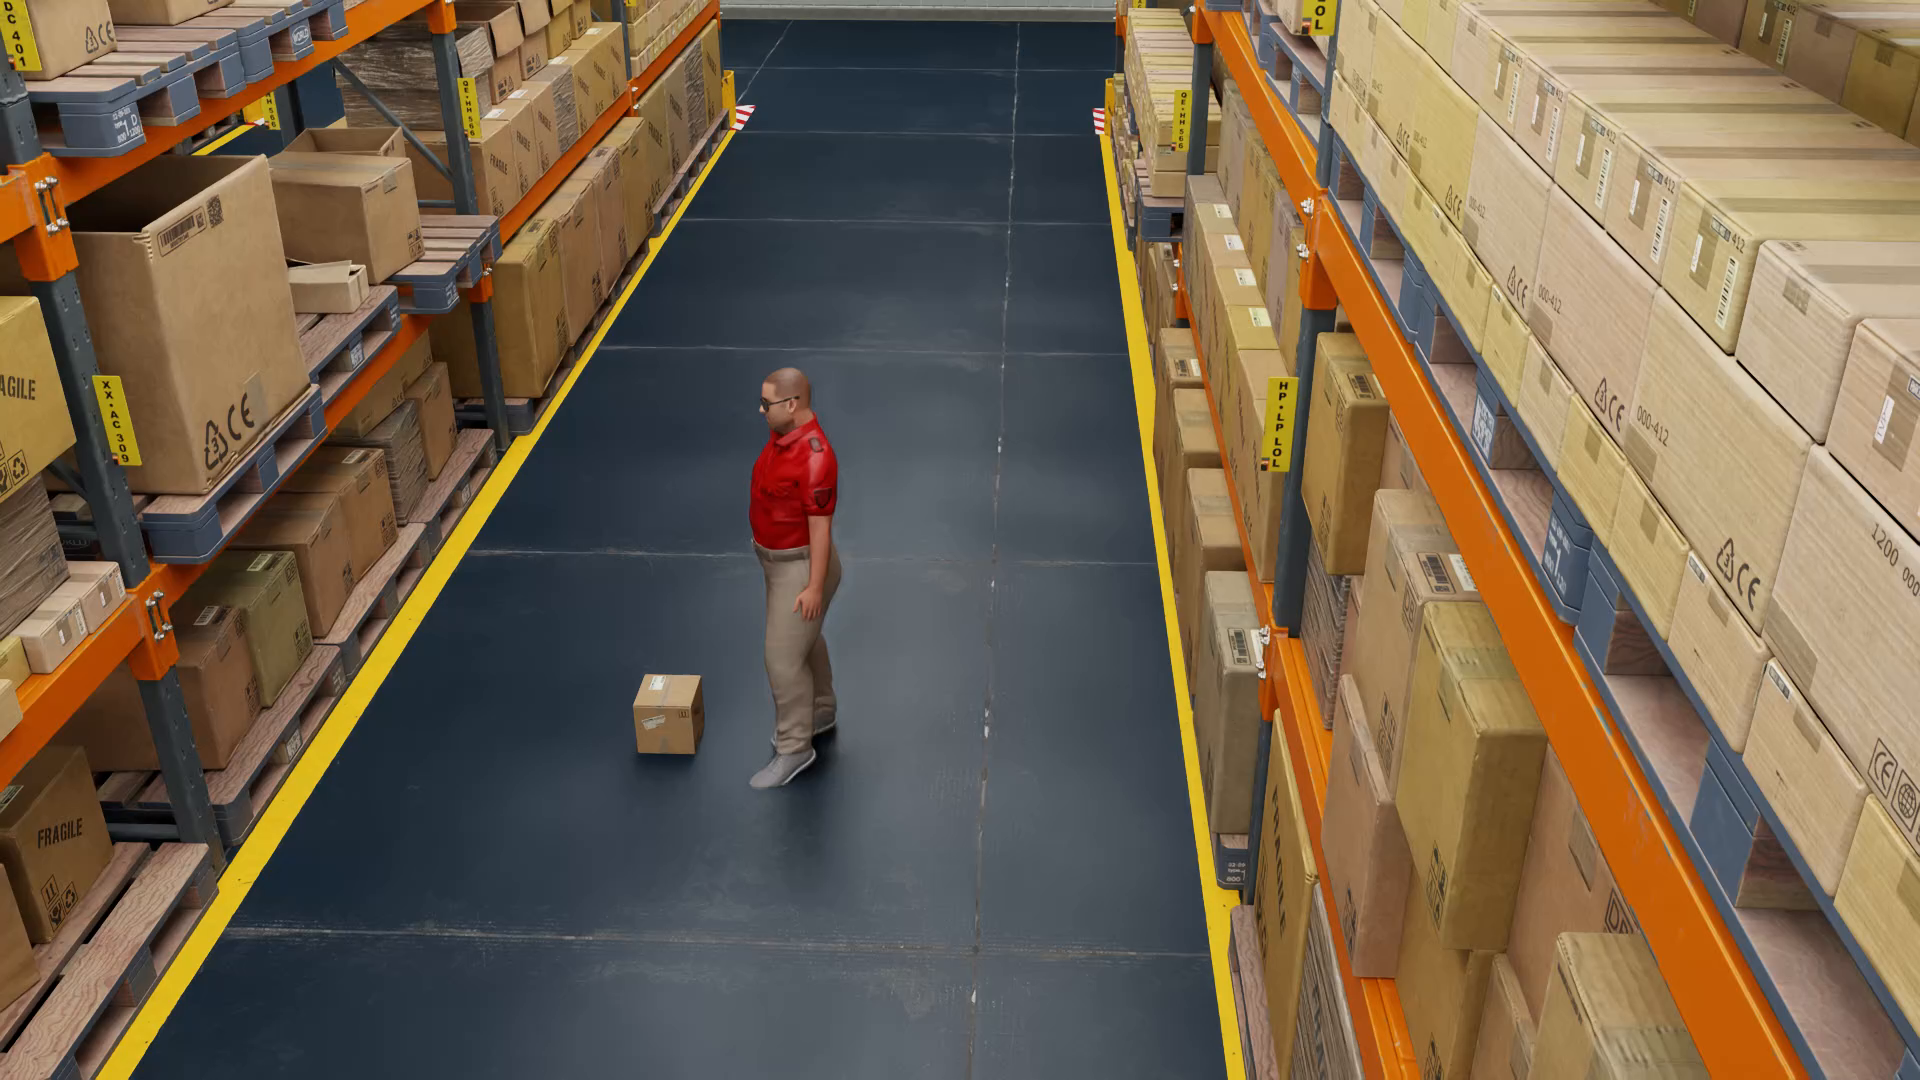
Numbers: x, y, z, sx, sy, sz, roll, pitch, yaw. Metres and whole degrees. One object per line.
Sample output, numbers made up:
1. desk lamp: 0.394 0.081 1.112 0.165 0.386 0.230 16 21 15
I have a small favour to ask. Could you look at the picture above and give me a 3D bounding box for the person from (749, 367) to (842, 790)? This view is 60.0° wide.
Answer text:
1. person: -0.752 0.147 6.893 0.482 1.766 0.578 -10 29 -19
